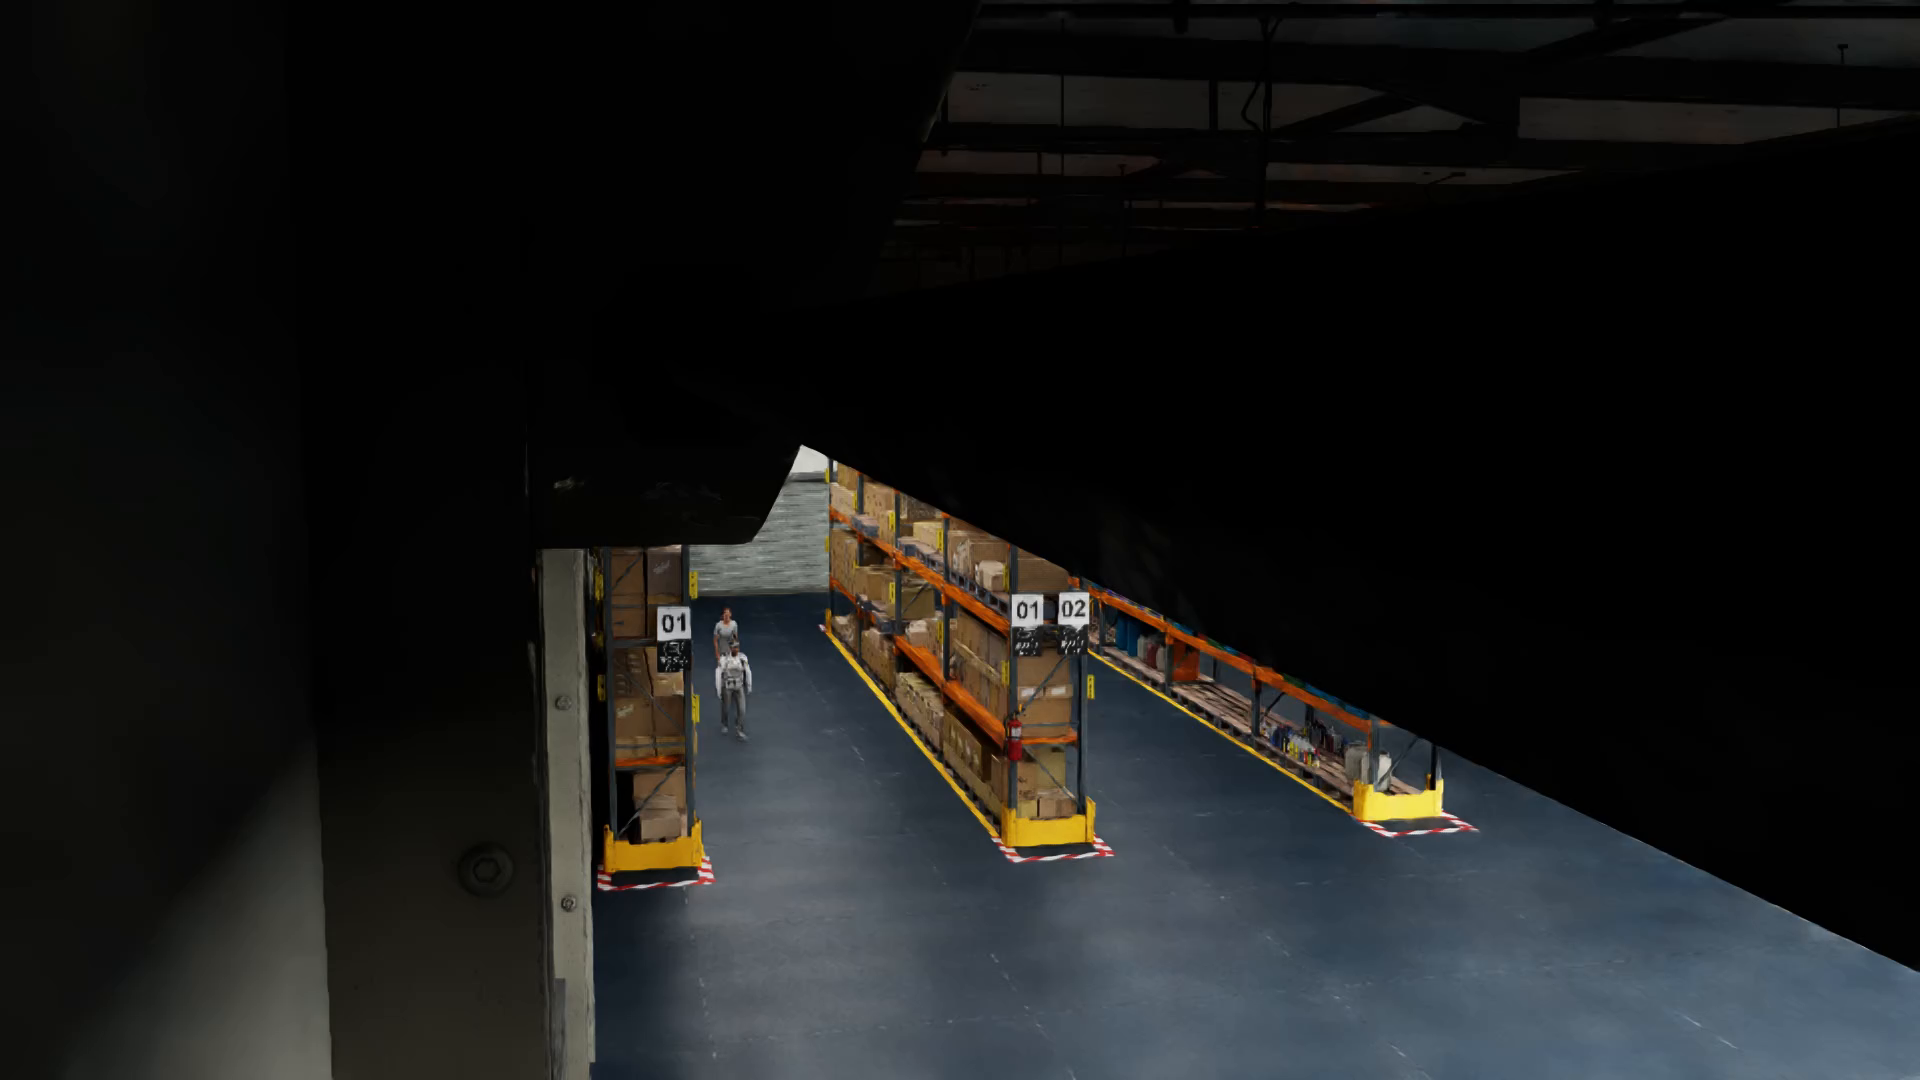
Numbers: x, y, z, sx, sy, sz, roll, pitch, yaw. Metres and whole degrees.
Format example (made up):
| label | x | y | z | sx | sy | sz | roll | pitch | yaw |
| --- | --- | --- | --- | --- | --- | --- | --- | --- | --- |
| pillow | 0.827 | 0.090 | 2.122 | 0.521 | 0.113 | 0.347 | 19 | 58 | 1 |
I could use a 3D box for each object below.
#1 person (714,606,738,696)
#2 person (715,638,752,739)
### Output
| label | x | y | z | sx | sy | sz | roll | pitch | yaw |
| --- | --- | --- | --- | --- | --- | --- | --- | --- | --- |
| person | -4.200 | 1.974 | 29.900 | 0.449 | 1.585 | 1.097 | -2 | 7 | -14 |
| person | -3.667 | 2.345 | 26.765 | 0.618 | 1.645 | 0.659 | -3 | 7 | -21 |
